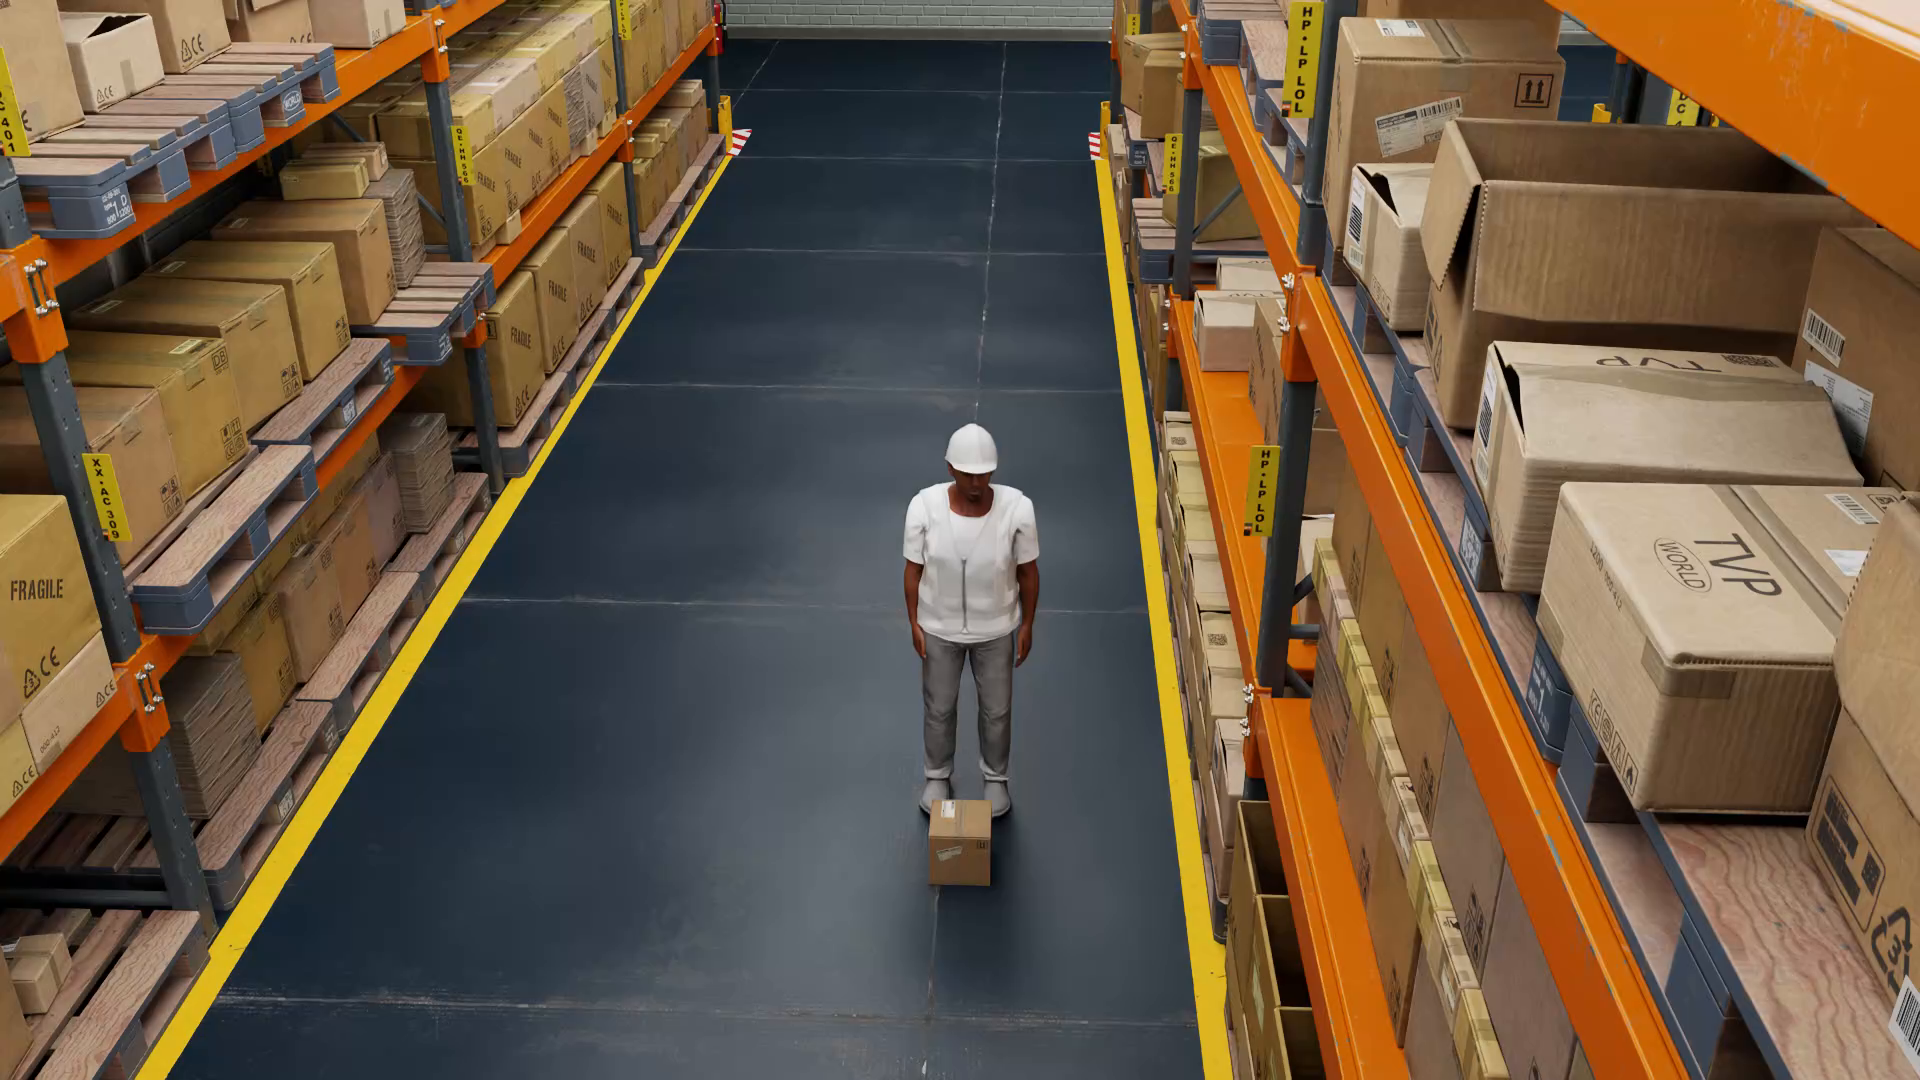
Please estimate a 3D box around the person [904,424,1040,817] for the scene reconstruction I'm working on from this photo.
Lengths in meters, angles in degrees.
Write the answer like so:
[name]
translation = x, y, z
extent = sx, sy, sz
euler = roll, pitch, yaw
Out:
[person]
translation = 0.045, 0.350, 6.935
extent = 0.562, 1.762, 0.362
euler = 2, 28, 3
